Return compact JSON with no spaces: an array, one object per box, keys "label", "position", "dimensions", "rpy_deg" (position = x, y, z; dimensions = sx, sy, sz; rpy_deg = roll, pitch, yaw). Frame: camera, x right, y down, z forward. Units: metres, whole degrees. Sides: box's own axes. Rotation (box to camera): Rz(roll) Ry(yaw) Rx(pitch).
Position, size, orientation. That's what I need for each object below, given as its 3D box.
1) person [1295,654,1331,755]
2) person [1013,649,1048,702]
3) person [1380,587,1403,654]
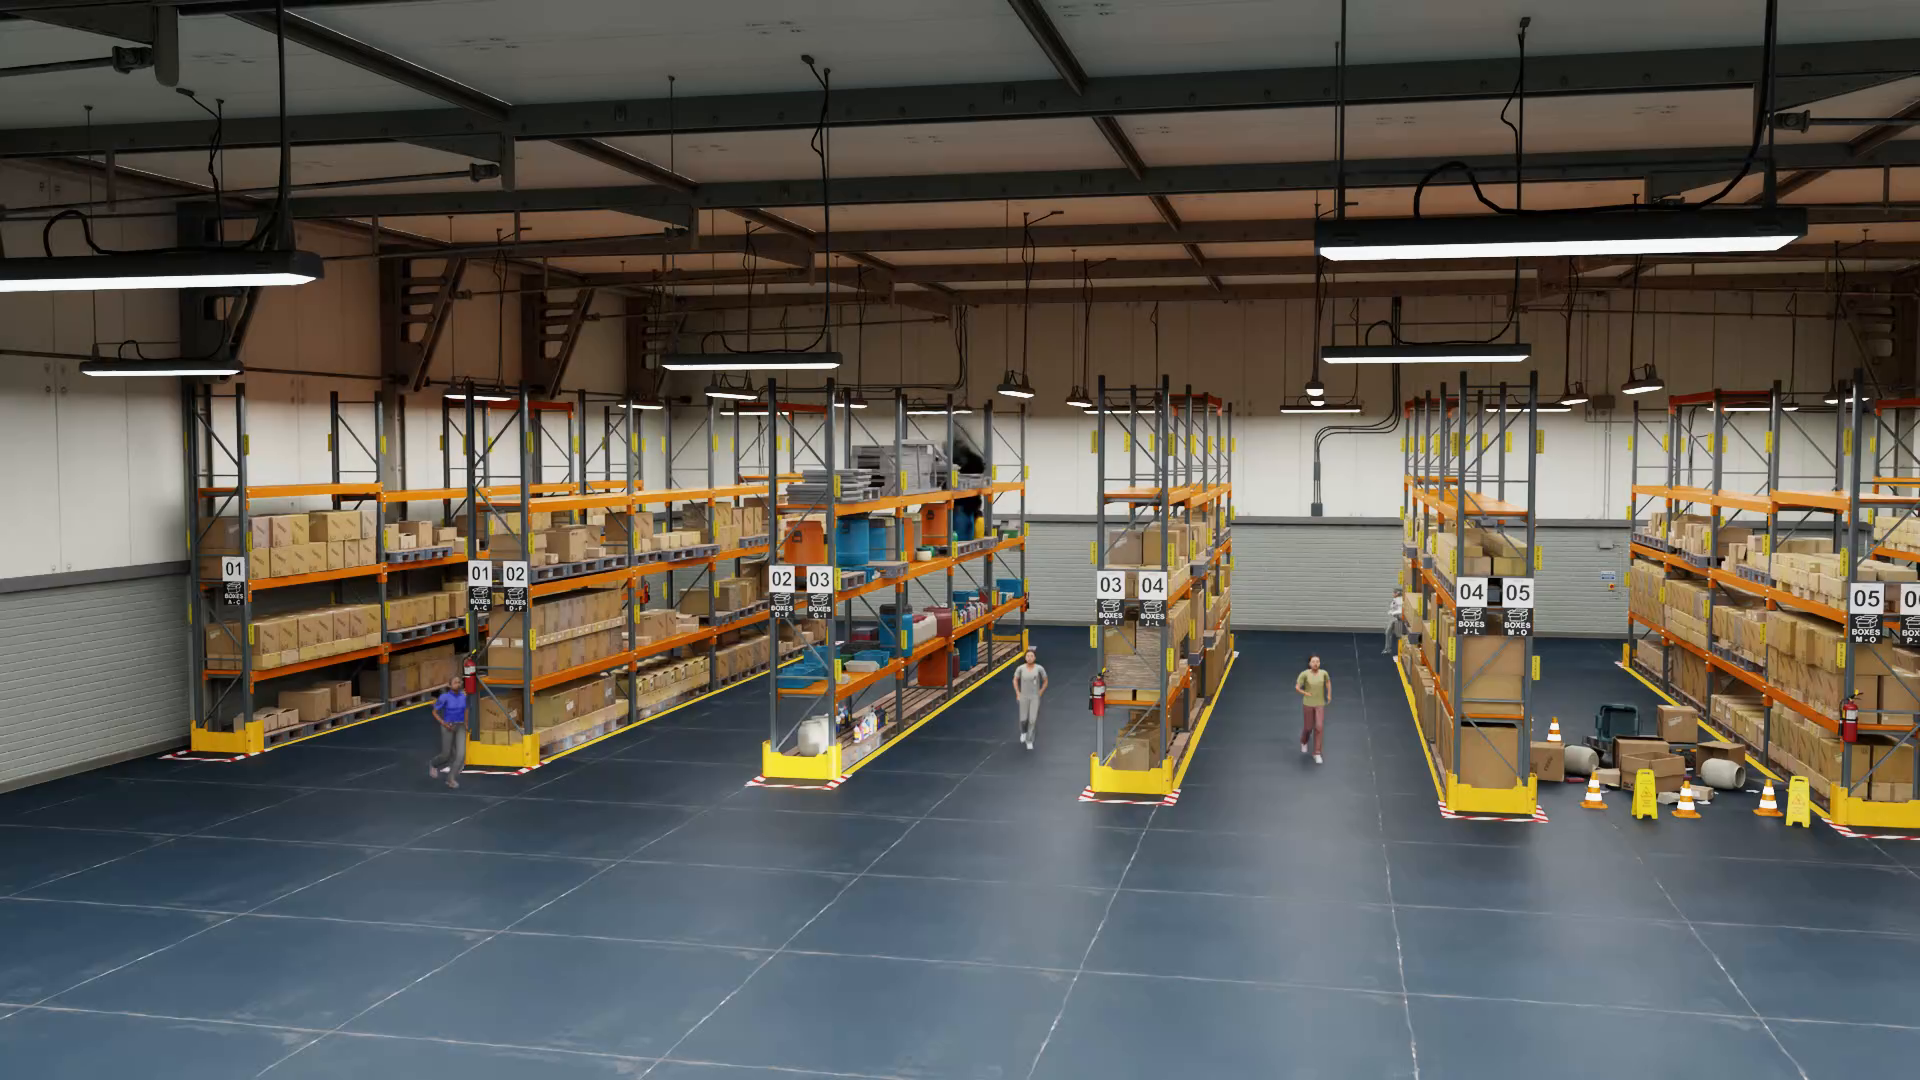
[{"label":"person","position":[5.631,2.597,26.528],"dimensions":[0.598,1.584,0.705],"rpy_deg":[0,3,0]},{"label":"person","position":[1.170,2.241,27.397],"dimensions":[0.579,0.877,0.424],"rpy_deg":[0,3,2]},{"label":"person","position":[10.479,1.952,39.640],"dimensions":[0.775,1.666,0.722],"rpy_deg":[0,3,-1]}]
